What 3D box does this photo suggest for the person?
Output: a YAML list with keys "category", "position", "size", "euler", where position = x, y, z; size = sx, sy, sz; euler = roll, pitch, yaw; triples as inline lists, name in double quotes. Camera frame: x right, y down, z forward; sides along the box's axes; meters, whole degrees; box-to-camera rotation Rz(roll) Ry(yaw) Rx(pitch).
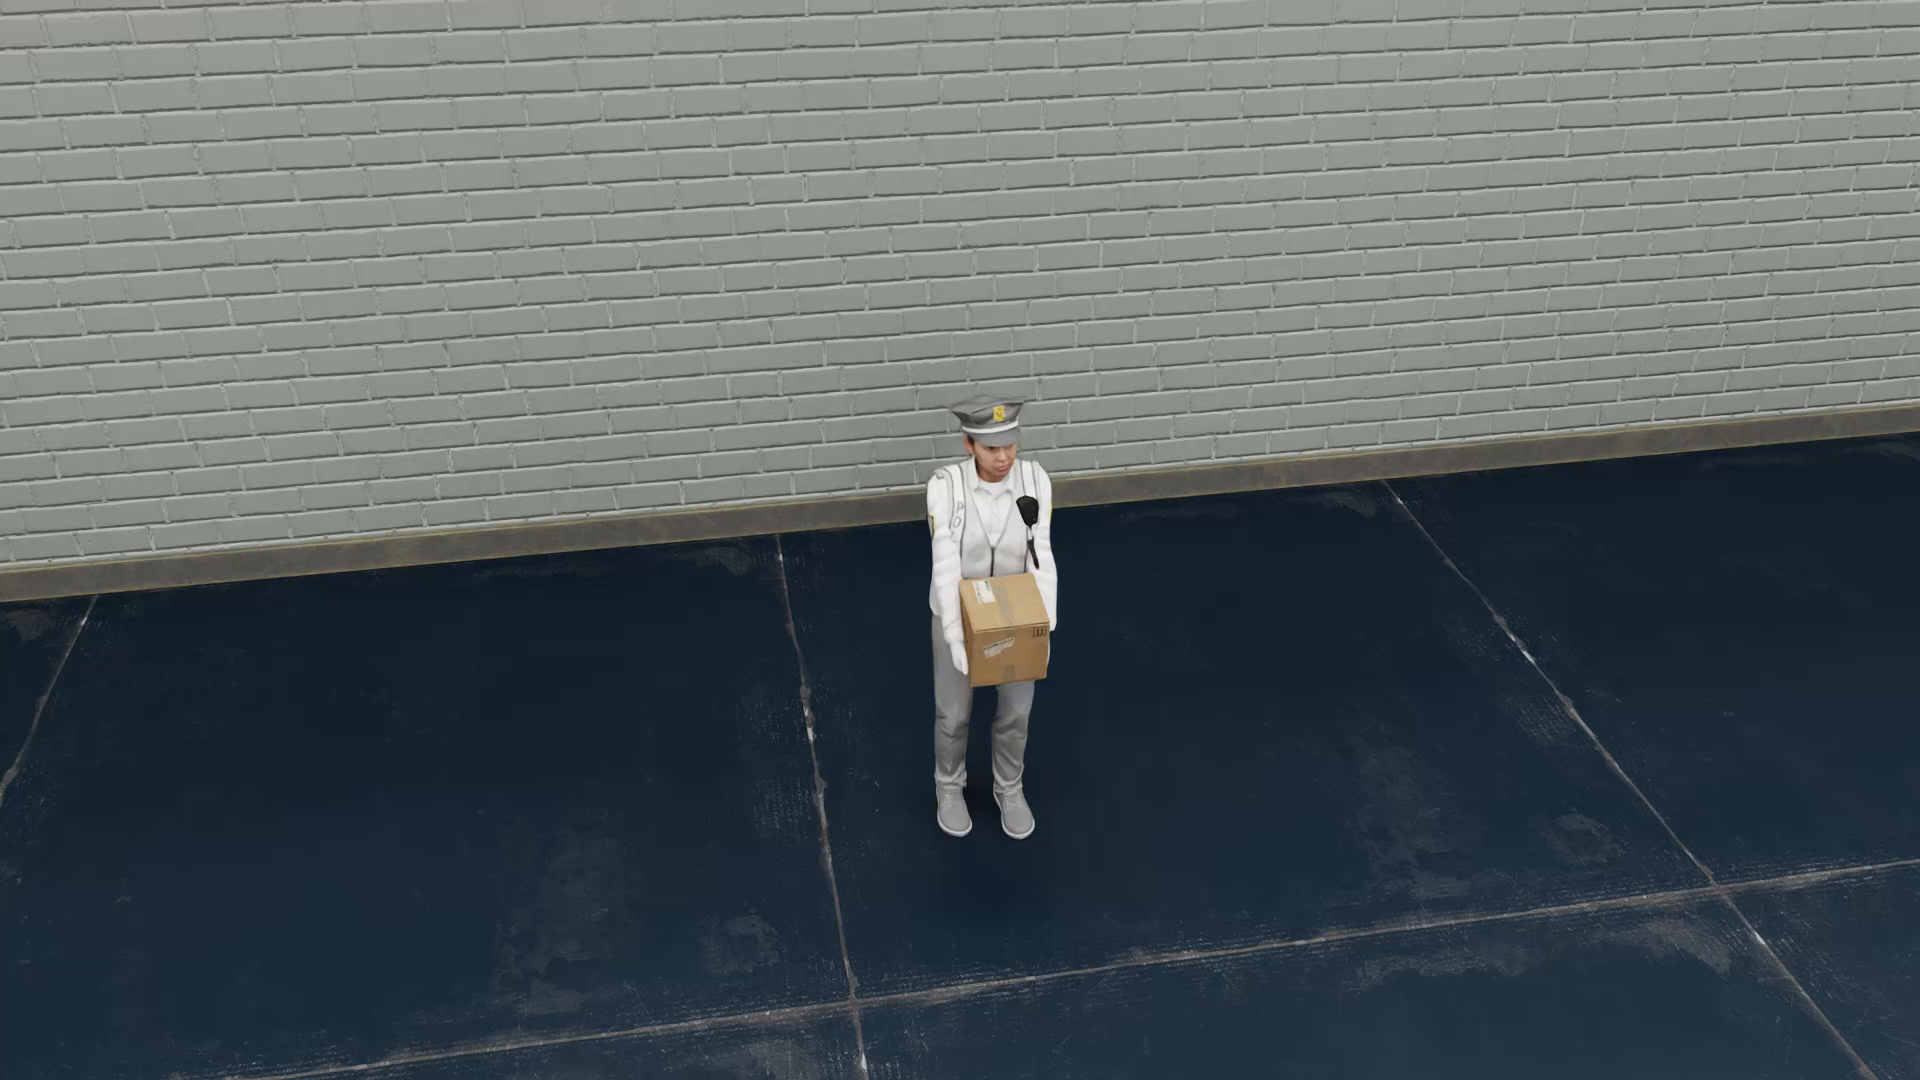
- category: "person"
  position: [0.112, 0.296, 5.622]
  size: [0.416, 1.687, 0.522]
  euler: [-6, 31, -10]
